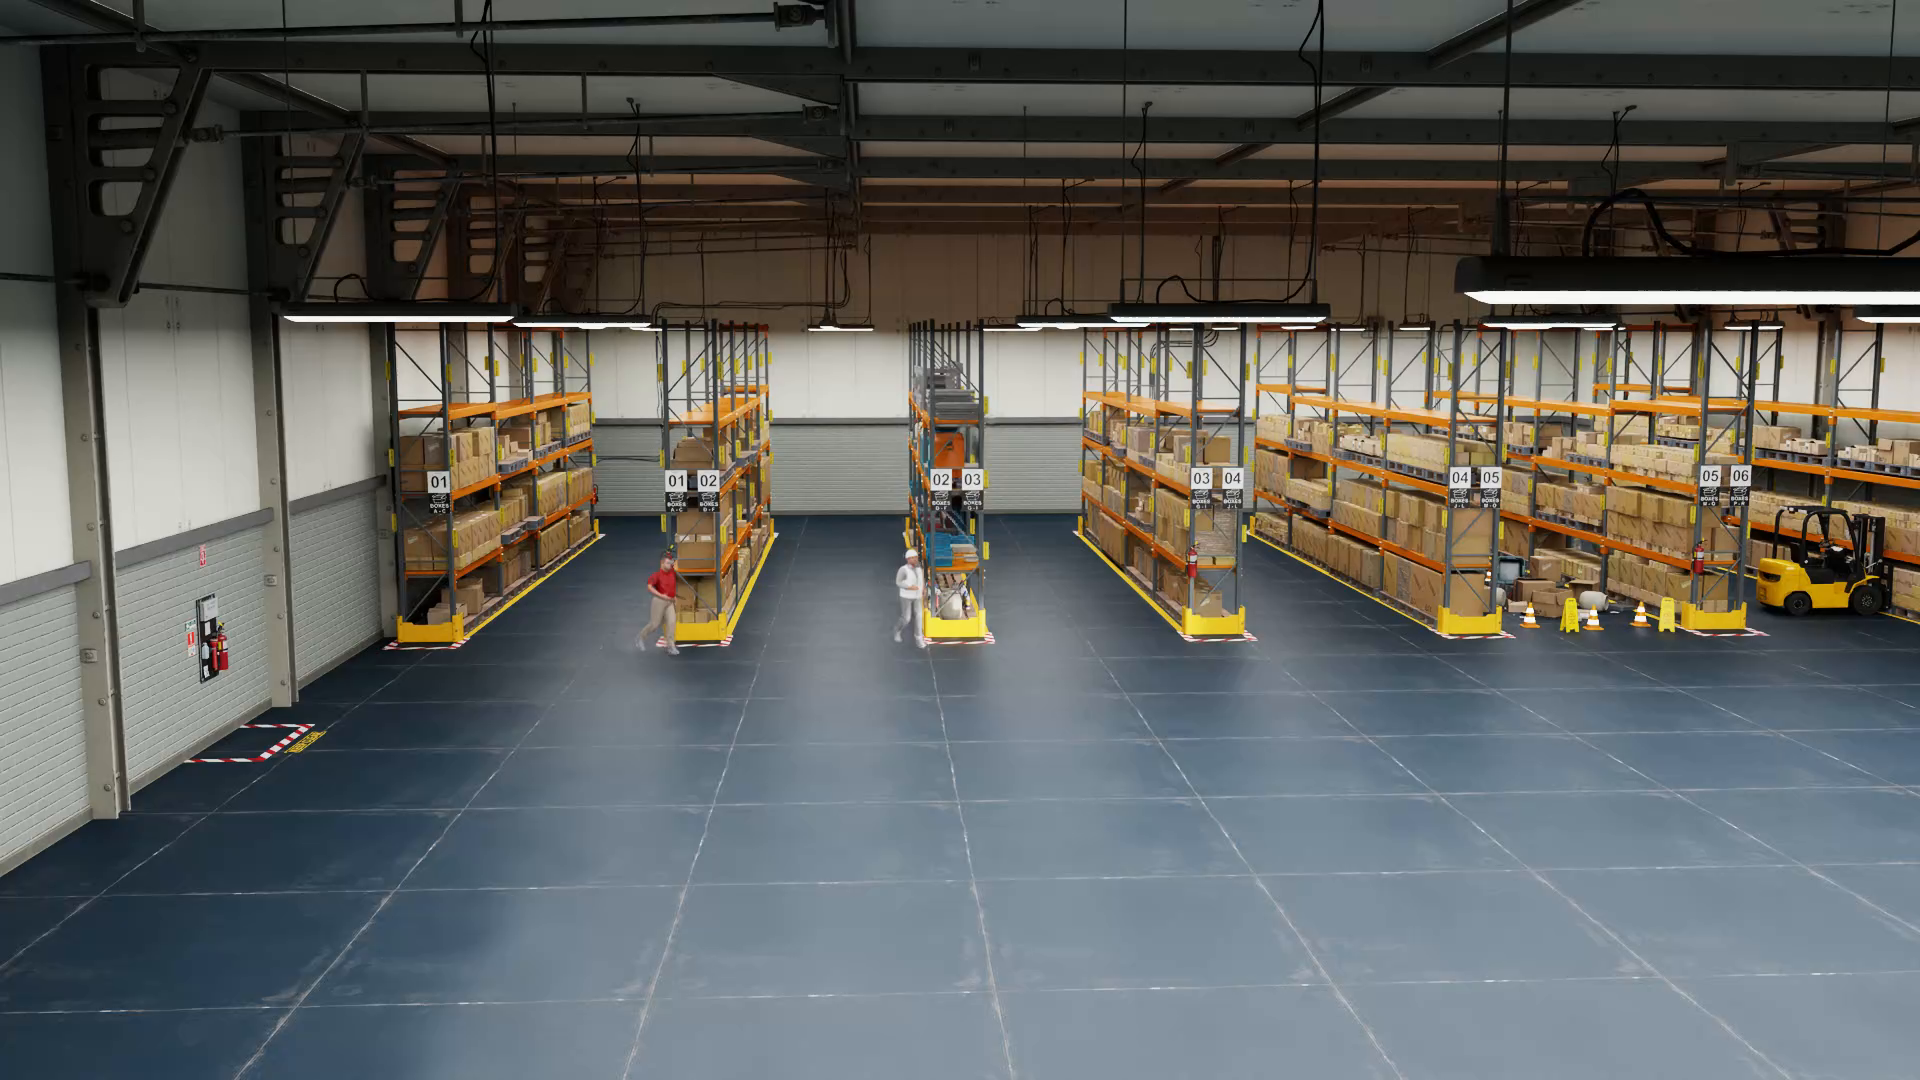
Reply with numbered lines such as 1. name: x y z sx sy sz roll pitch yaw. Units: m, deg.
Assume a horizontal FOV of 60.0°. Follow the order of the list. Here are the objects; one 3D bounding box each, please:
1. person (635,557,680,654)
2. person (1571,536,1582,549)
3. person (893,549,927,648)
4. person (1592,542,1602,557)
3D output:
1. person: -5.338 1.171 30.036 0.973 1.698 0.739 5 9 35
2. person: 16.414 -0.571 44.405 0.549 1.624 0.582 -2 7 -13
3. person: -0.908 1.059 30.638 0.677 1.790 0.862 -5 9 -35
4. person: 15.854 -0.196 40.930 0.651 1.747 0.692 0 7 -2
